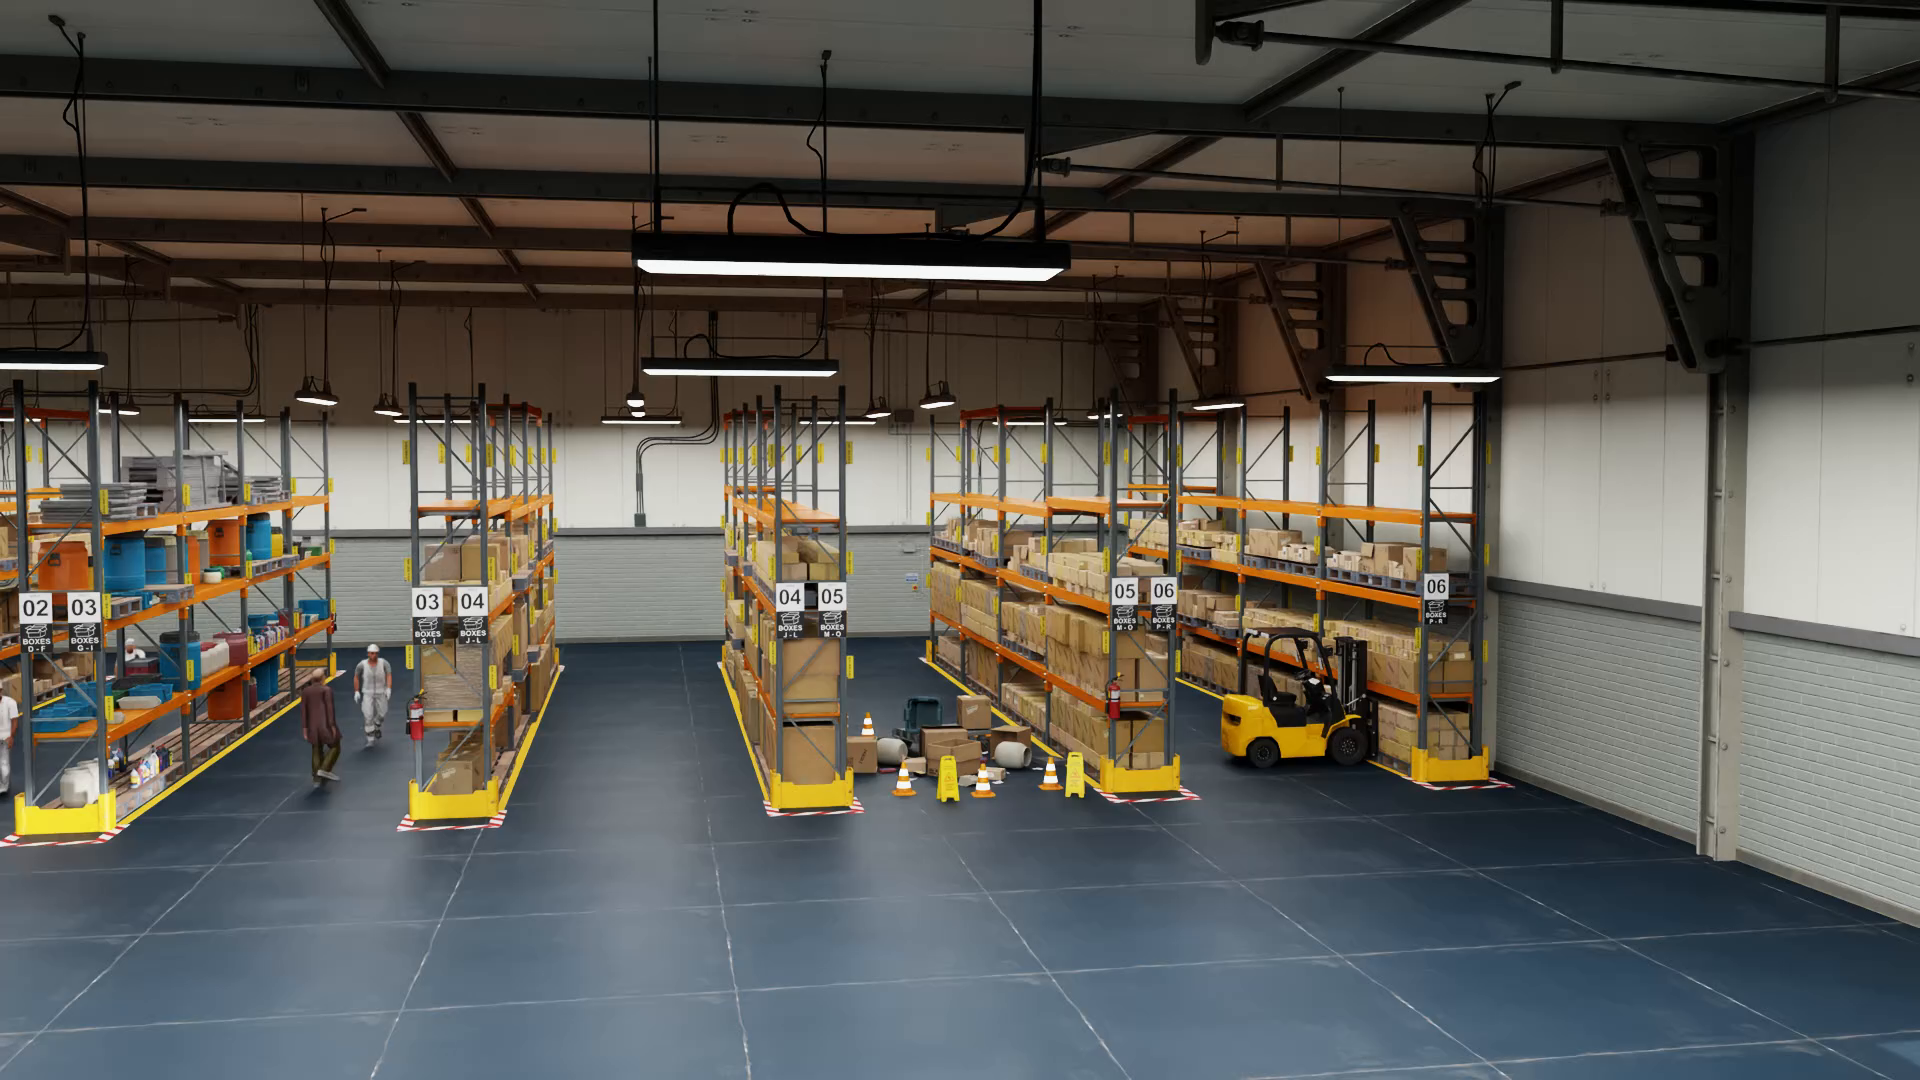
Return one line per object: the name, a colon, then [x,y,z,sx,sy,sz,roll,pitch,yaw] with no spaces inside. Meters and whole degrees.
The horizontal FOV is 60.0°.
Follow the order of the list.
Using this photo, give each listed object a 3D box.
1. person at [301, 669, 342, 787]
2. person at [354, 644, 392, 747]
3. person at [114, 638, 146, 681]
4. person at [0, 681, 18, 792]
person: [-9.668,2.838,25.101,0.627,1.771,0.571,0,3,1]
person: [-10.189,2.666,28.840,0.624,1.766,0.700,-1,3,-26]
person: [-15.413,2.625,30.948,0.571,1.647,0.592,-1,3,-21]
person: [-14.073,2.886,24.268,0.587,1.710,0.998,-1,3,-27]
